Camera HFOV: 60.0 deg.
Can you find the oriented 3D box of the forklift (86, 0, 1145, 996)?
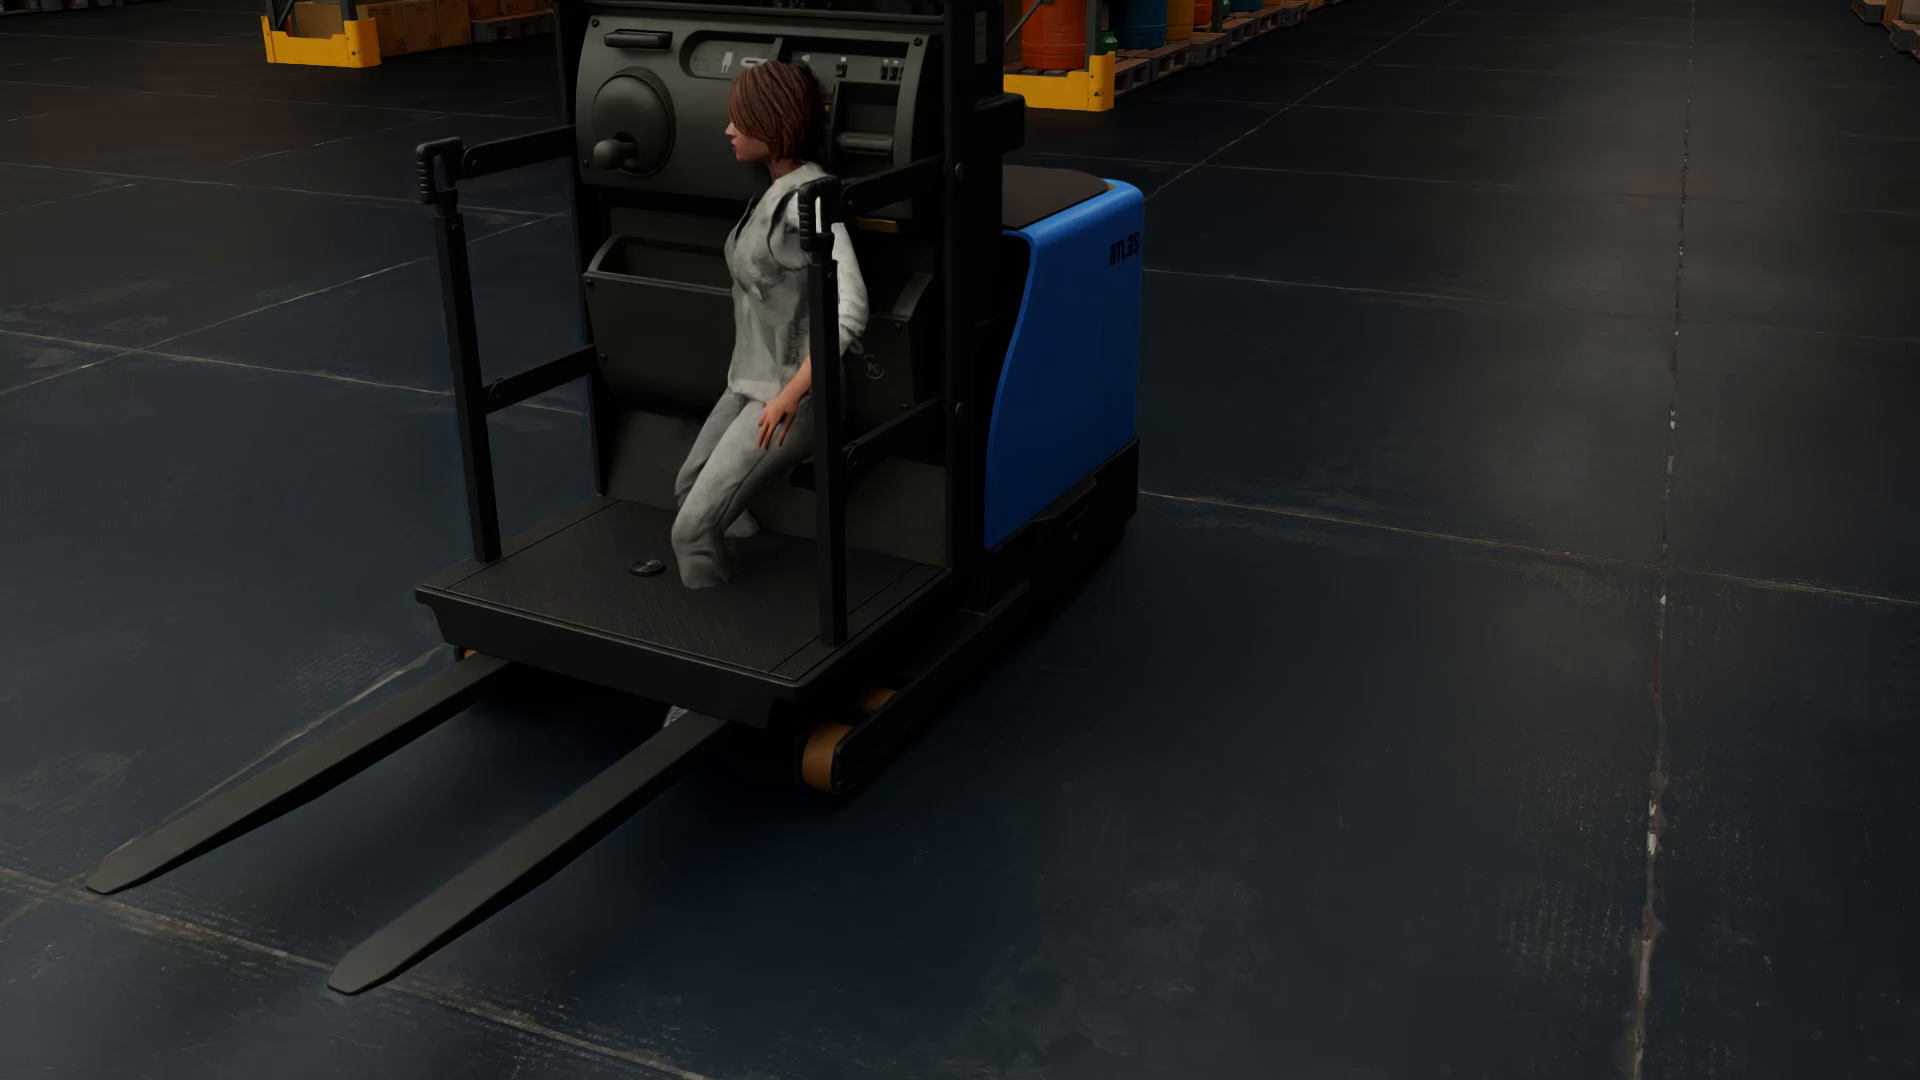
[{"bbox_3d":[-0.589,-0.977,3.629,1.130,2.935,3.031,11,25,25],"label":"forklift"}]

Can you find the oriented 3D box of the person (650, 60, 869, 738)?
[{"bbox_3d":[-0.546,-0.329,3.968,0.569,1.557,0.731,-6,23,-14],"label":"person"}]
